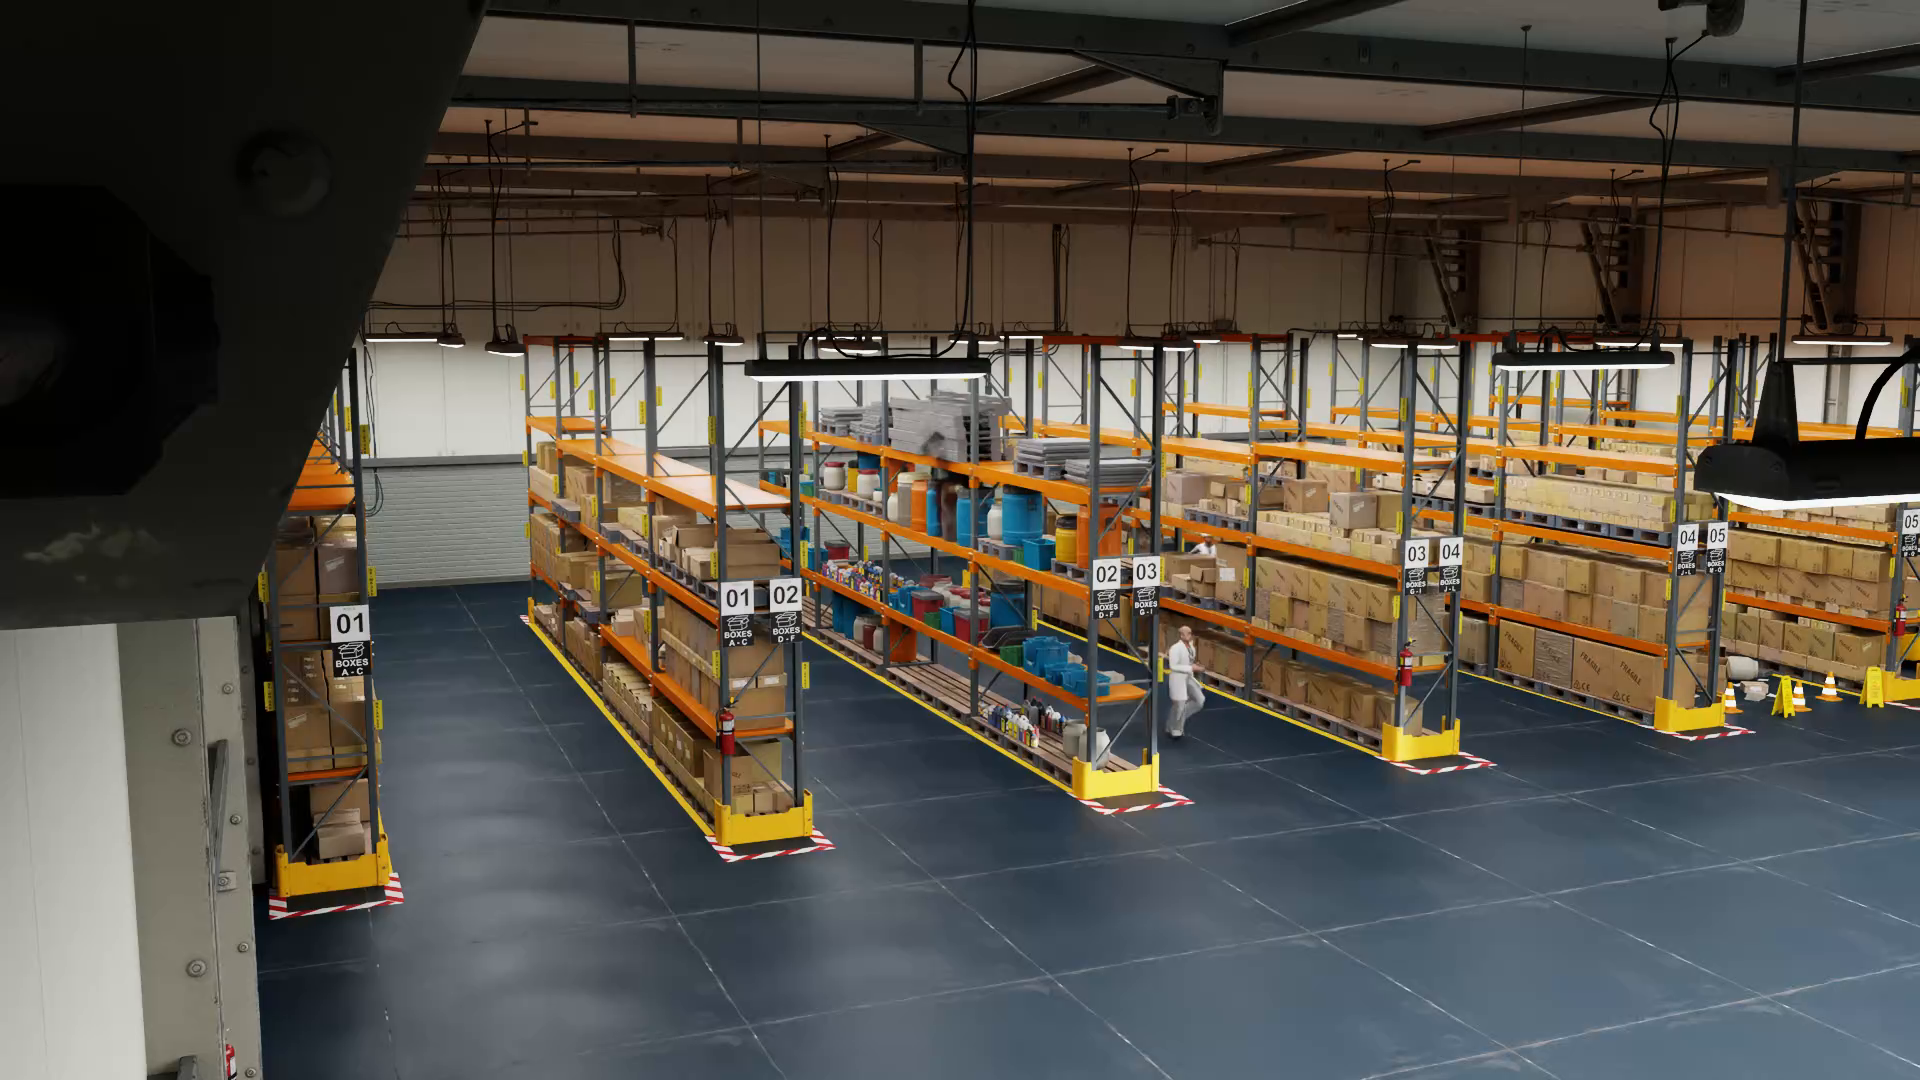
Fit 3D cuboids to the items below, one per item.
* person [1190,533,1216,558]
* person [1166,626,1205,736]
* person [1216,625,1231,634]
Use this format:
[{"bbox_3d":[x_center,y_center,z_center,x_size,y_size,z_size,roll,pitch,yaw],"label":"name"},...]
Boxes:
[{"bbox_3d":[5.315,0.676,35.746,0.644,1.785,0.904,-3,8,-20],"label":"person"},{"bbox_3d":[3.394,2.137,25.060,0.759,1.727,0.794,-7,10,-43],"label":"person"},{"bbox_3d":[5.139,1.193,32.097,0.653,1.842,0.830,-3,8,-21],"label":"person"}]
